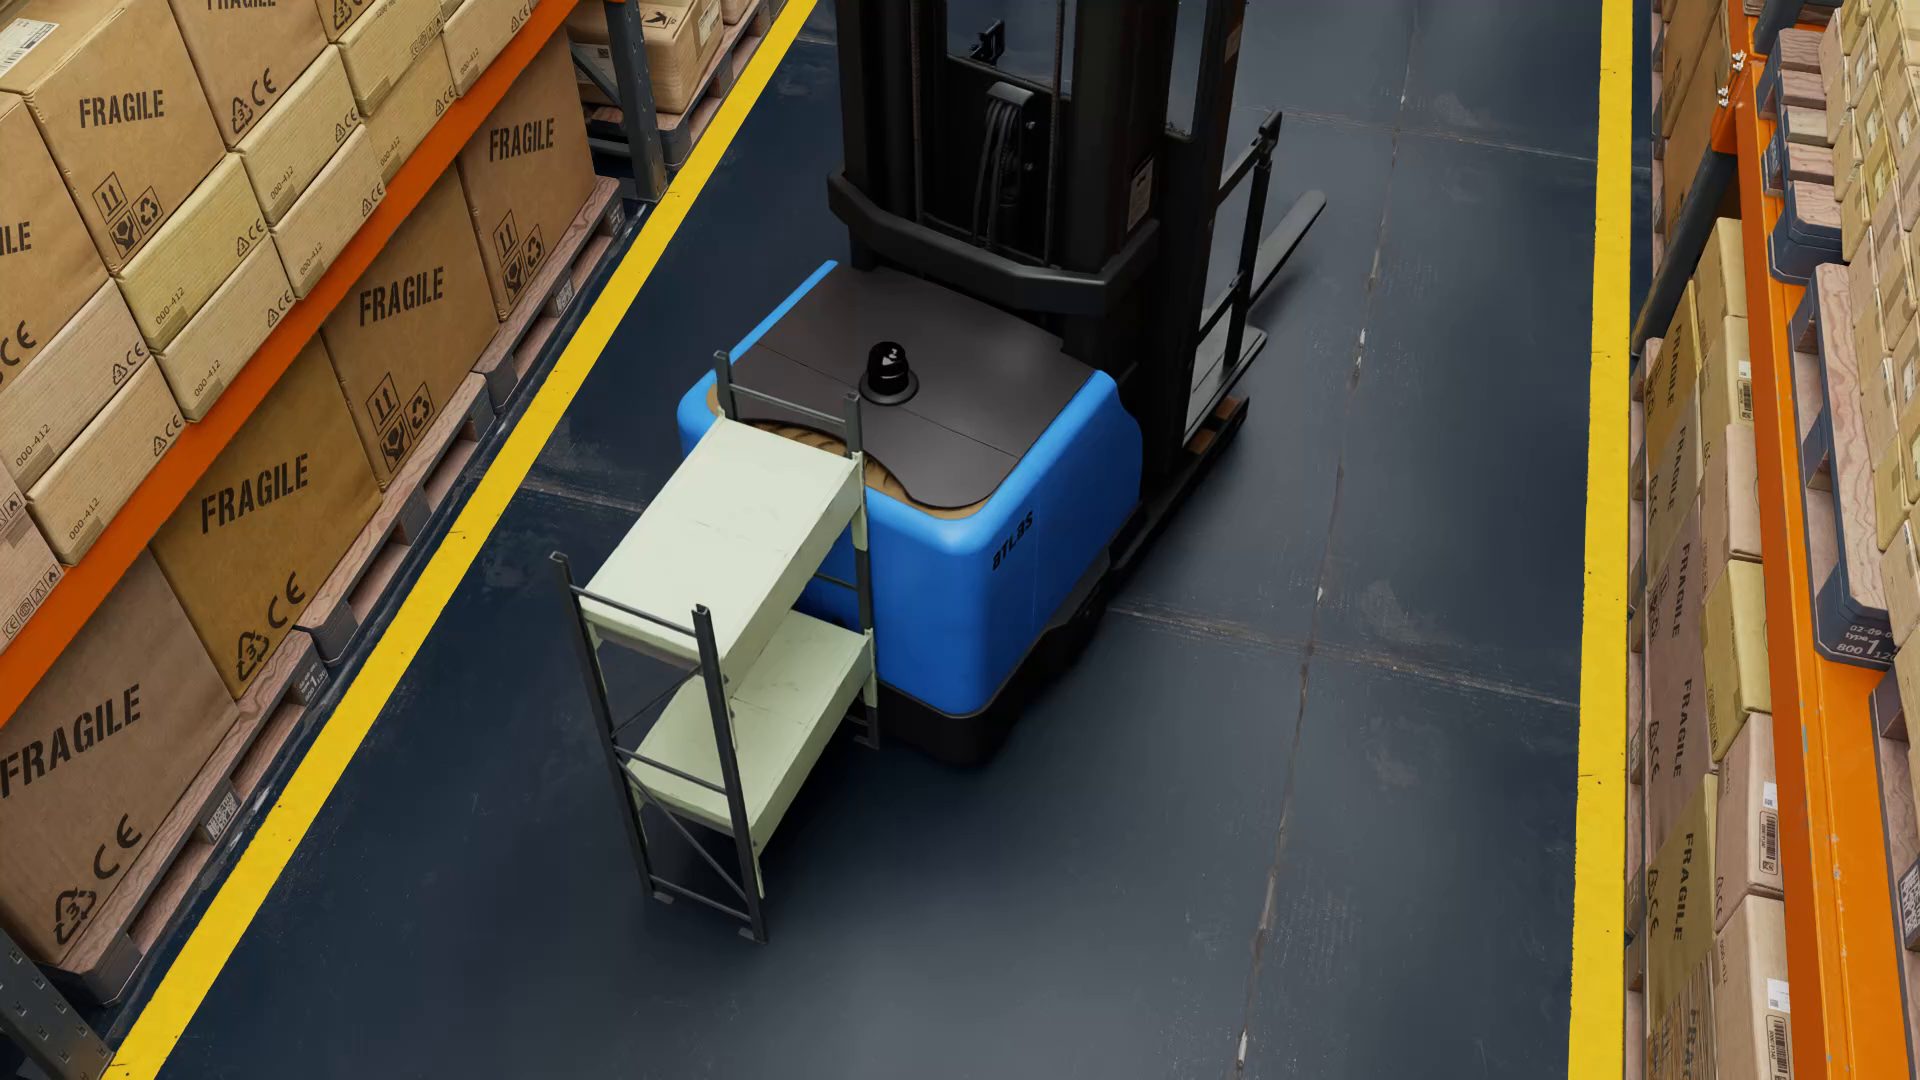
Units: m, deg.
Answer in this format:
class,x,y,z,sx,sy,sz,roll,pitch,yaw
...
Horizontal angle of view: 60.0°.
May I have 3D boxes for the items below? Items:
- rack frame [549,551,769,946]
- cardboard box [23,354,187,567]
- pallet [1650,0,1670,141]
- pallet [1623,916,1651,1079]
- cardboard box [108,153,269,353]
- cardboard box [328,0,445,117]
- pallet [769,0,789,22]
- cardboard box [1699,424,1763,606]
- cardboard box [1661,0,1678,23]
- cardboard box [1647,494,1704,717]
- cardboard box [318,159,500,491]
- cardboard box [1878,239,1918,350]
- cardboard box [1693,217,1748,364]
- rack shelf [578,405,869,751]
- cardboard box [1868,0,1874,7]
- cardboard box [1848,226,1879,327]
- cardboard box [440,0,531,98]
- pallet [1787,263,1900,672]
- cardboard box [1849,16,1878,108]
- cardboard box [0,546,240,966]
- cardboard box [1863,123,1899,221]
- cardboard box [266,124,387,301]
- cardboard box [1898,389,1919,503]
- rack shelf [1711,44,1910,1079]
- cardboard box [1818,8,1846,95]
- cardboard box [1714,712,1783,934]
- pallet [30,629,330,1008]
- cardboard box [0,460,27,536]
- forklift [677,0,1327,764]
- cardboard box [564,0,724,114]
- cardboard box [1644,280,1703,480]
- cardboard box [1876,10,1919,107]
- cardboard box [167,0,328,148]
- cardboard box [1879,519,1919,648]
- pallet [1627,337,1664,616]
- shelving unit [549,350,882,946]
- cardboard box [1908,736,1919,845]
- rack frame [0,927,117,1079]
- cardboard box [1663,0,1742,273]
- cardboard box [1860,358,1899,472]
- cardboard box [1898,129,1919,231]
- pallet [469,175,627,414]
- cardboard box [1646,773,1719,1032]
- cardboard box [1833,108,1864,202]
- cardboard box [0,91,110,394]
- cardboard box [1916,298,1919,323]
class,x,y,z,sx,sy,sz,roll,pitch,yaw
rack frame,-0.731,0.590,4.229,0.400,1.500,0.023,19,51,16
cardboard box,-2.284,-0.239,4.061,0.500,0.250,0.500,10,49,9
pallet,3.669,-2.150,7.507,1.003,0.211,1.213,12,50,10
pallet,2.216,1.615,4.184,1.003,0.211,1.213,12,50,10
cardboard box,-2.133,-0.769,4.195,0.500,0.250,0.500,12,50,11
cardboard box,-1.865,-1.511,4.850,0.500,0.250,0.500,10,49,9
pallet,-1.206,-3.063,8.313,1.003,0.211,1.213,12,50,10
cardboard box,2.374,-0.025,4.658,0.500,0.250,0.500,12,50,10
cardboard box,3.784,-2.762,7.407,1.050,0.750,0.750,12,50,10
cardboard box,2.374,0.248,4.917,0.500,0.500,0.500,10,49,9
cardboard box,-2.237,-0.850,5.637,0.875,0.875,0.875,12,50,10
cardboard box,2.407,-0.550,3.924,0.380,0.149,0.250,11,50,10
cardboard box,2.650,-0.747,5.295,0.500,0.250,0.500,10,49,8
rack shelf,-0.581,0.081,4.157,0.431,0.370,0.720,19,51,16
cardboard box,2.756,-1.591,4.645,0.380,0.149,0.250,12,50,10
cardboard box,2.474,-0.632,4.195,0.380,0.149,0.250,13,50,11
cardboard box,-1.739,-1.702,5.352,0.500,0.250,0.500,12,50,11
pallet,2.584,-0.134,3.996,1.003,0.211,1.213,12,50,10
cardboard box,2.675,-1.286,4.573,0.380,0.149,0.250,14,50,12
cardboard box,-2.703,0.452,4.488,0.875,0.875,0.875,13,50,11
cardboard box,2.542,-0.909,4.241,0.380,0.149,0.250,12,50,10
cardboard box,-1.993,-0.967,4.703,0.500,0.250,0.500,11,49,9
cardboard box,2.270,-0.180,3.597,0.380,0.149,0.250,12,50,10
rack shelf,2.539,0.047,4.188,1.077,0.370,4.000,12,50,10
cardboard box,2.753,-1.410,4.881,0.380,0.149,0.250,11,49,10
cardboard box,2.113,0.738,3.985,0.500,0.250,0.500,14,50,12
pallet,-2.659,0.701,4.990,1.003,0.211,1.213,12,50,10
cardboard box,-2.402,-0.027,3.540,0.500,0.250,0.500,10,49,9
forklift,0.390,-1.382,5.015,1.130,2.935,3.031,25,53,20
cardboard box,-1.578,-2.218,7.179,0.950,0.372,0.625,9,49,7
cardboard box,2.633,-0.488,5.567,0.500,0.500,0.500,10,49,8
cardboard box,2.620,-1.223,4.319,0.380,0.149,0.250,11,50,10
cardboard box,-2.025,-1.385,4.238,0.500,0.500,0.500,11,49,9
cardboard box,2.195,0.122,3.529,0.380,0.149,0.250,10,49,8
pallet,2.858,-0.150,5.742,1.003,0.211,1.213,12,50,10
shelving unit,-0.581,0.339,4.450,0.431,1.500,0.755,19,51,16
cardboard box,2.061,0.505,3.191,0.380,0.149,0.250,11,50,10
rack frame,-2.789,0.352,3.439,1.000,3.000,0.127,12,50,10
cardboard box,3.313,-1.455,6.254,1.050,0.750,0.750,11,49,10
cardboard box,2.336,-0.263,3.869,0.380,0.149,0.250,10,49,9
cardboard box,2.480,-0.836,3.977,0.380,0.149,0.250,14,50,12
pallet,-2.017,-1.063,6.548,1.003,0.211,1.213,12,50,10
cardboard box,2.100,0.988,4.265,0.500,0.500,0.500,11,49,9
cardboard box,2.612,-1.021,4.538,0.380,0.149,0.250,14,50,12
cardboard box,-2.289,-0.647,3.587,0.500,0.500,0.500,11,50,10
cardboard box,2.343,-0.464,3.649,0.380,0.149,0.250,11,49,10
